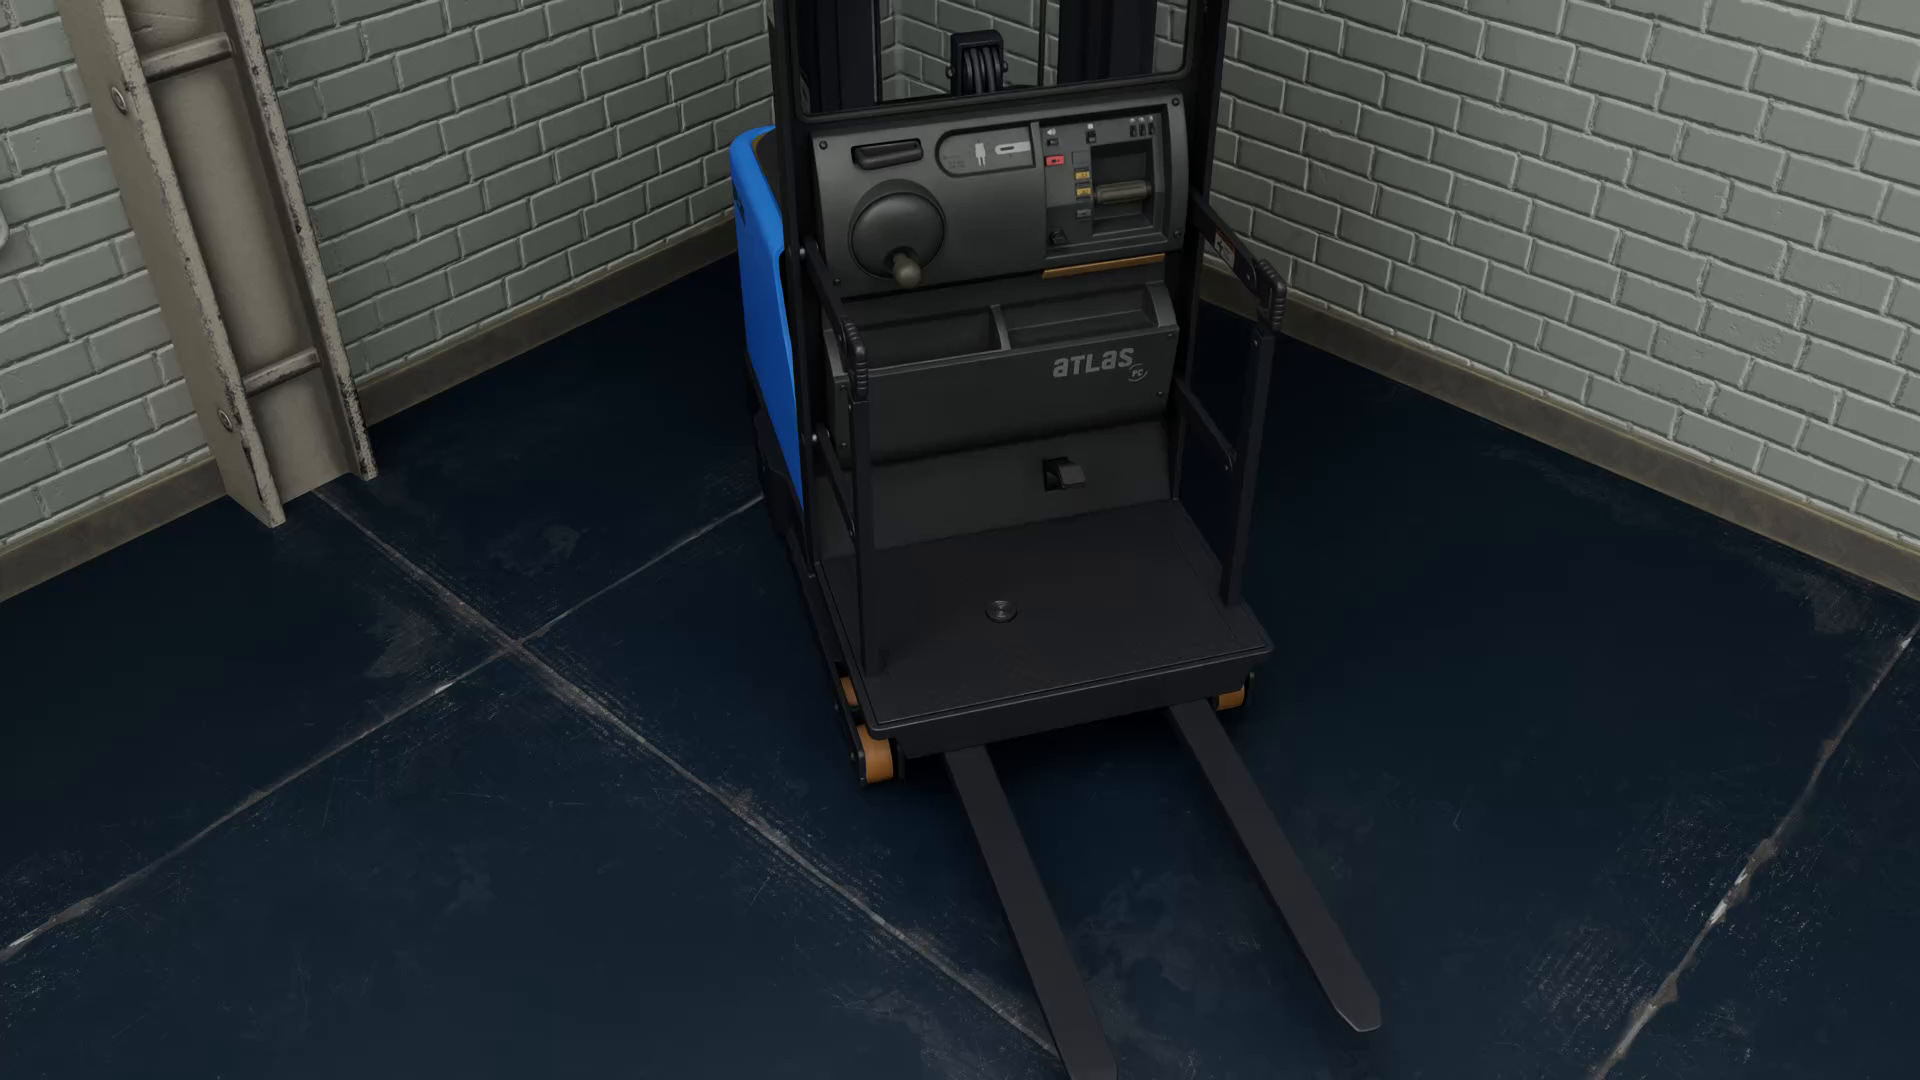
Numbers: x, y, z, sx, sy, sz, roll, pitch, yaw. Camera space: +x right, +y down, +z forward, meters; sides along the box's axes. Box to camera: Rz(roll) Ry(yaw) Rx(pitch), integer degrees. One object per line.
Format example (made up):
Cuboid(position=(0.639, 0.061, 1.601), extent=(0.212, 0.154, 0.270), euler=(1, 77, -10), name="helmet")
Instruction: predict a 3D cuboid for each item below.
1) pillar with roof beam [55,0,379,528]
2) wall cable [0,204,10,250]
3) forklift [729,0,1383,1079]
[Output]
Cuboid(position=(1.004, -1.907, 0.418), extent=(9.100, 9.000, 0.400), euler=(30, 47, 32), name="pillar with roof beam")
Cuboid(position=(-3.191, -1.146, 3.465), extent=(0.084, 1.984, 1.851), euler=(30, 47, 32), name="wall cable")
Cuboid(position=(0.172, -0.775, 3.869), extent=(1.130, 2.935, 3.031), euler=(-10, 40, -12), name="forklift")
